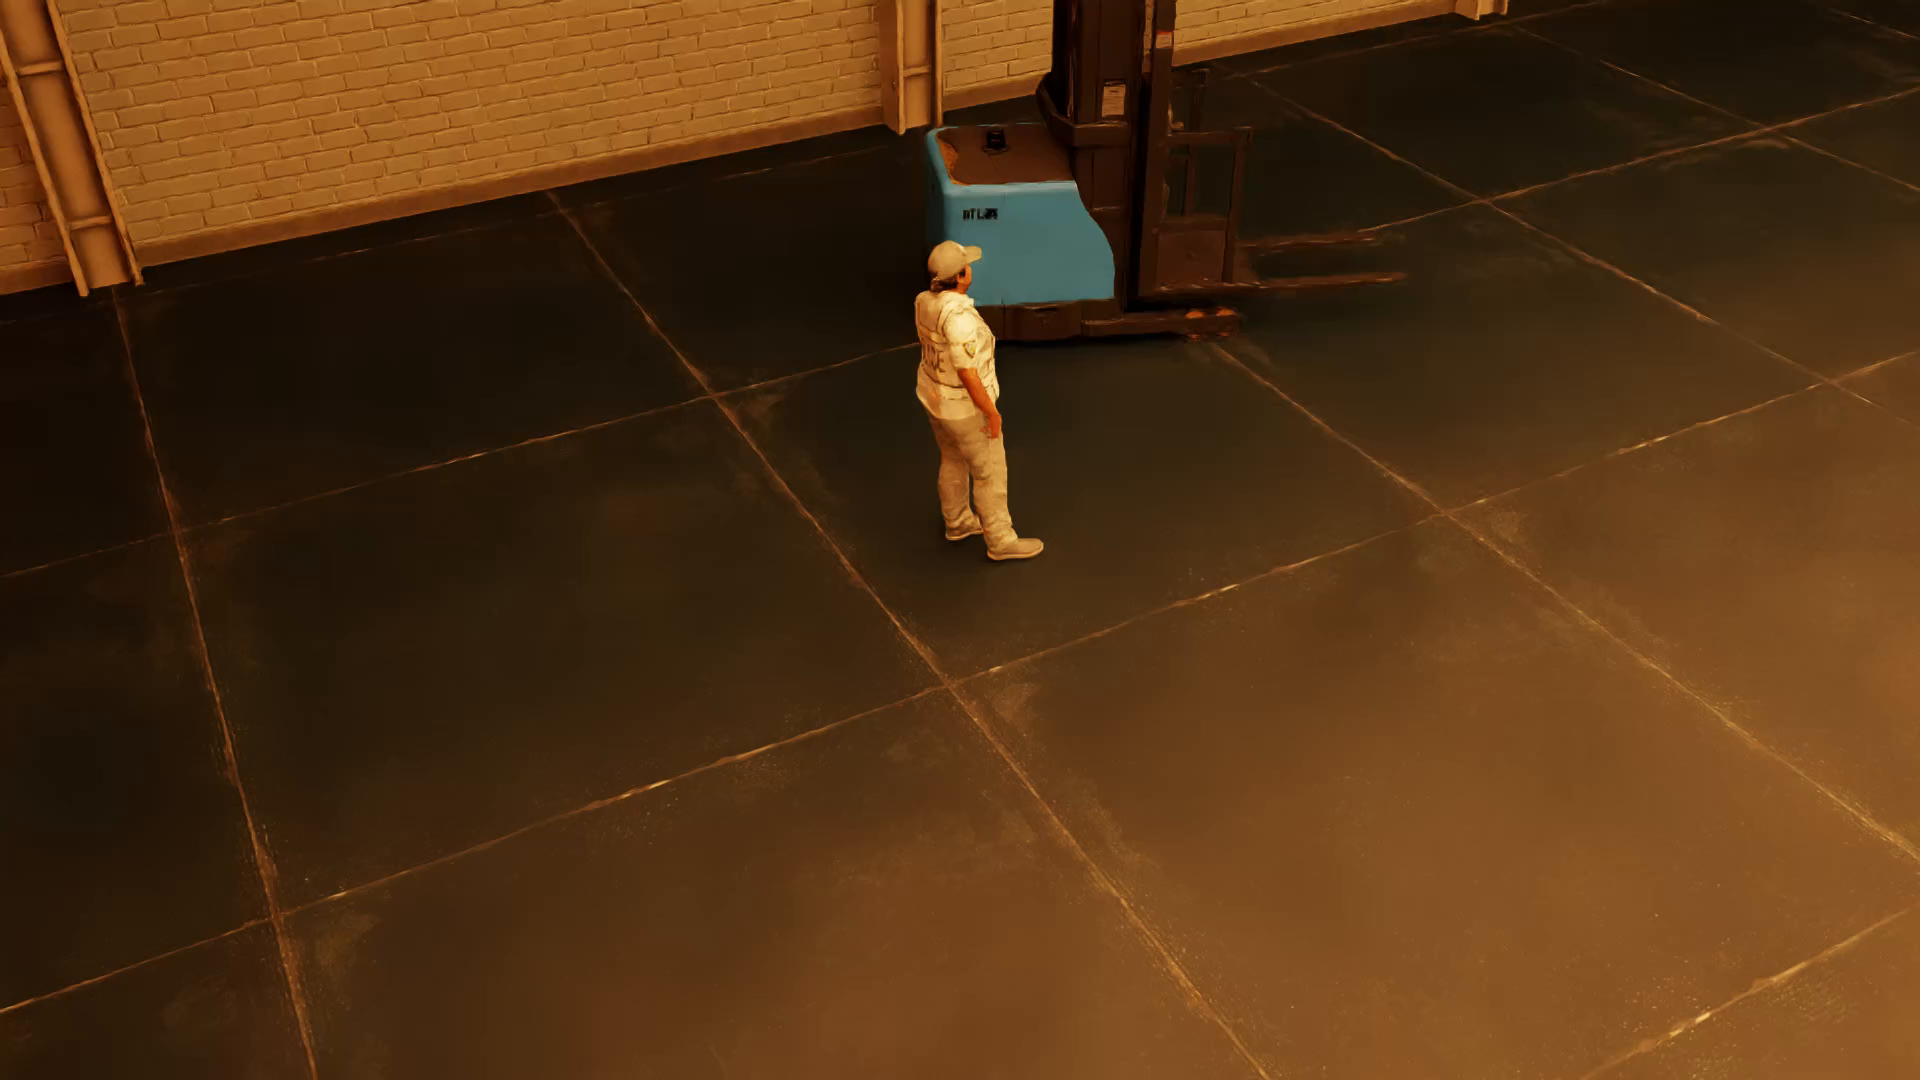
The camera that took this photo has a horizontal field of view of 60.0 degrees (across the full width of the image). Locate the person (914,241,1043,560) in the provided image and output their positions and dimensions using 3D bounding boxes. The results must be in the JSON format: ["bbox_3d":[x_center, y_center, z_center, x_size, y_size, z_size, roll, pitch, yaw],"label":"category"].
[{"bbox_3d":[0.078,-0.696,8.190,0.529,1.669,0.598,-17,39,-23],"label":"person"}]

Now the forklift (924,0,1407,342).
[{"bbox_3d":[1.321,-2.766,10.036,3.031,2.935,1.130,-5,36,-7],"label":"forklift"}]
